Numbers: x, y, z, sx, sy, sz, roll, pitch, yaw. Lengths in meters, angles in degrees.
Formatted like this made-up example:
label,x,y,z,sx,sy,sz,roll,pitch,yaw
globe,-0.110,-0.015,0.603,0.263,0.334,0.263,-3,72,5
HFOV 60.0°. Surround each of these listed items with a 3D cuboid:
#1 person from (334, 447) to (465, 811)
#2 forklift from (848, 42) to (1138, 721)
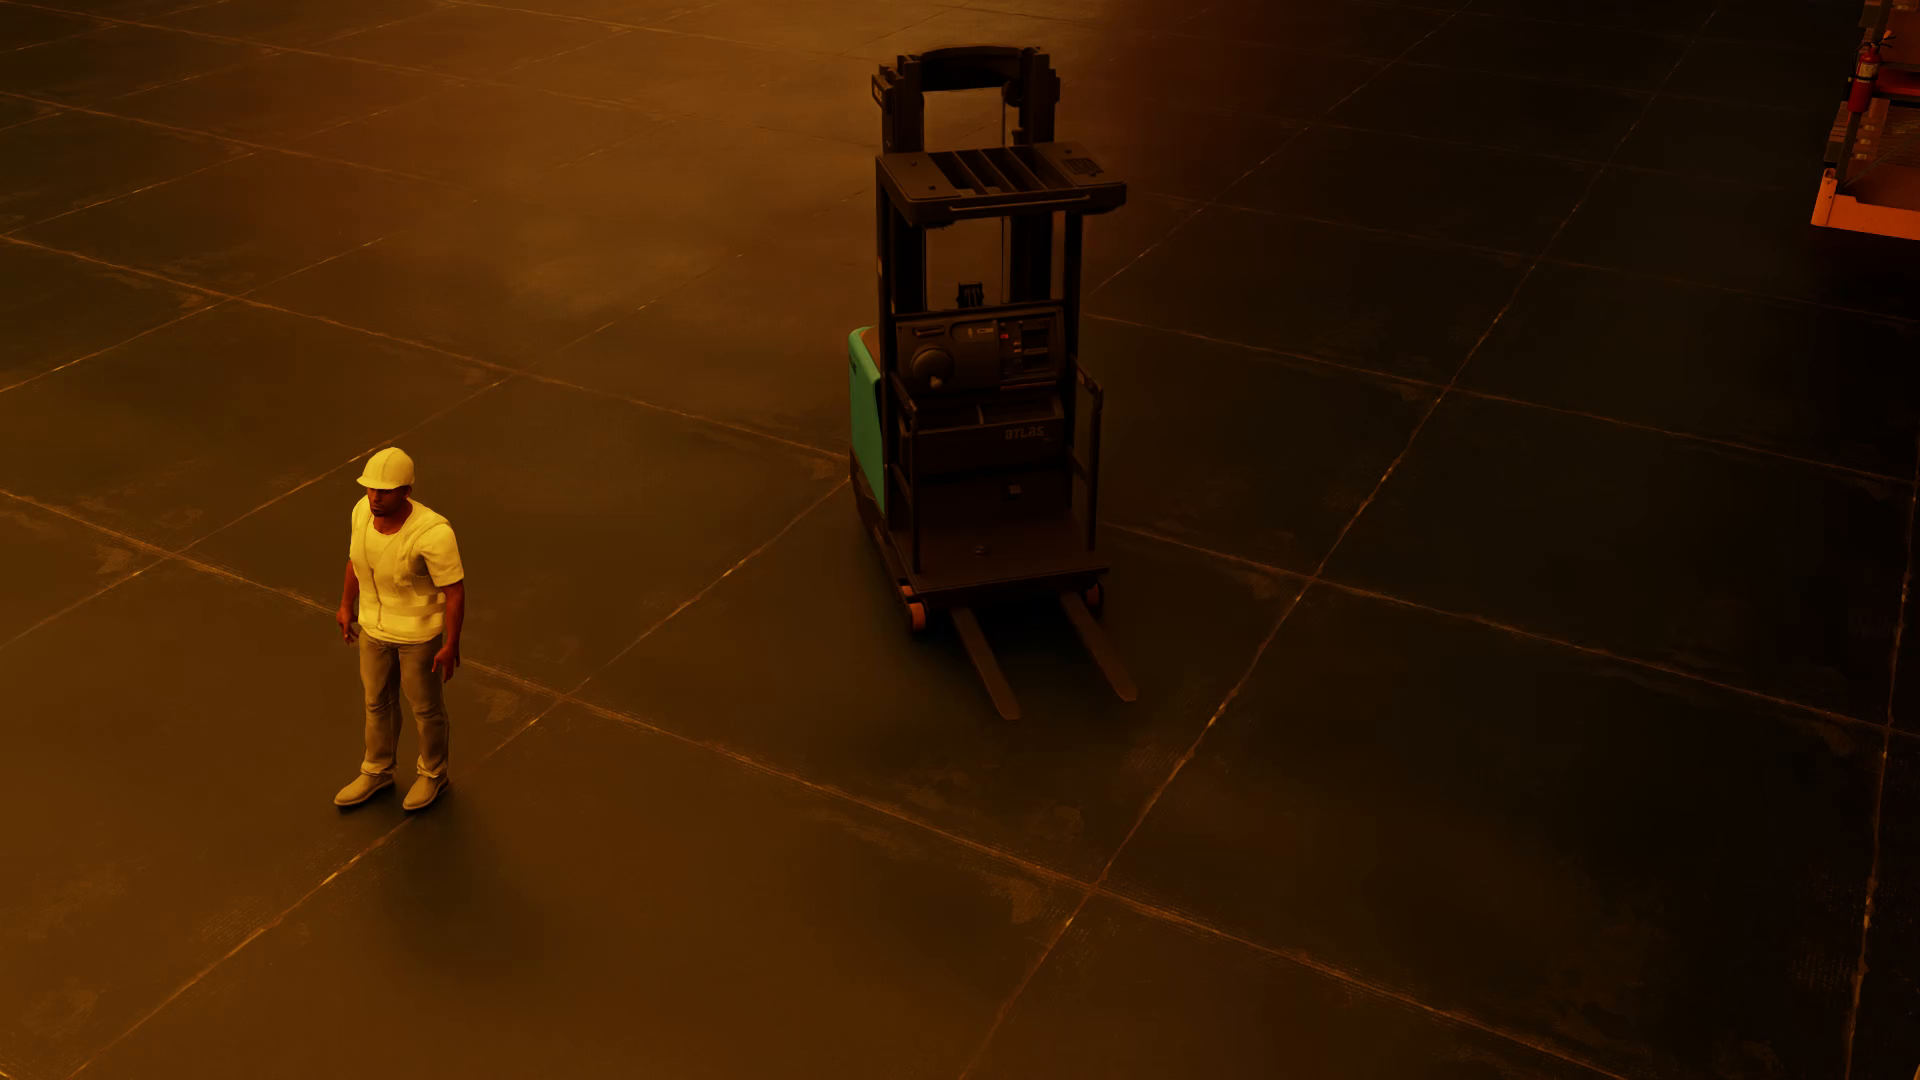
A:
label,x,y,z,sx,sy,sz,roll,pitch,yaw
person,-2.555,0.427,7.481,0.665,1.766,0.576,13,33,22
forklift,0.172,-0.976,8.762,1.130,2.935,3.031,-7,31,-13
